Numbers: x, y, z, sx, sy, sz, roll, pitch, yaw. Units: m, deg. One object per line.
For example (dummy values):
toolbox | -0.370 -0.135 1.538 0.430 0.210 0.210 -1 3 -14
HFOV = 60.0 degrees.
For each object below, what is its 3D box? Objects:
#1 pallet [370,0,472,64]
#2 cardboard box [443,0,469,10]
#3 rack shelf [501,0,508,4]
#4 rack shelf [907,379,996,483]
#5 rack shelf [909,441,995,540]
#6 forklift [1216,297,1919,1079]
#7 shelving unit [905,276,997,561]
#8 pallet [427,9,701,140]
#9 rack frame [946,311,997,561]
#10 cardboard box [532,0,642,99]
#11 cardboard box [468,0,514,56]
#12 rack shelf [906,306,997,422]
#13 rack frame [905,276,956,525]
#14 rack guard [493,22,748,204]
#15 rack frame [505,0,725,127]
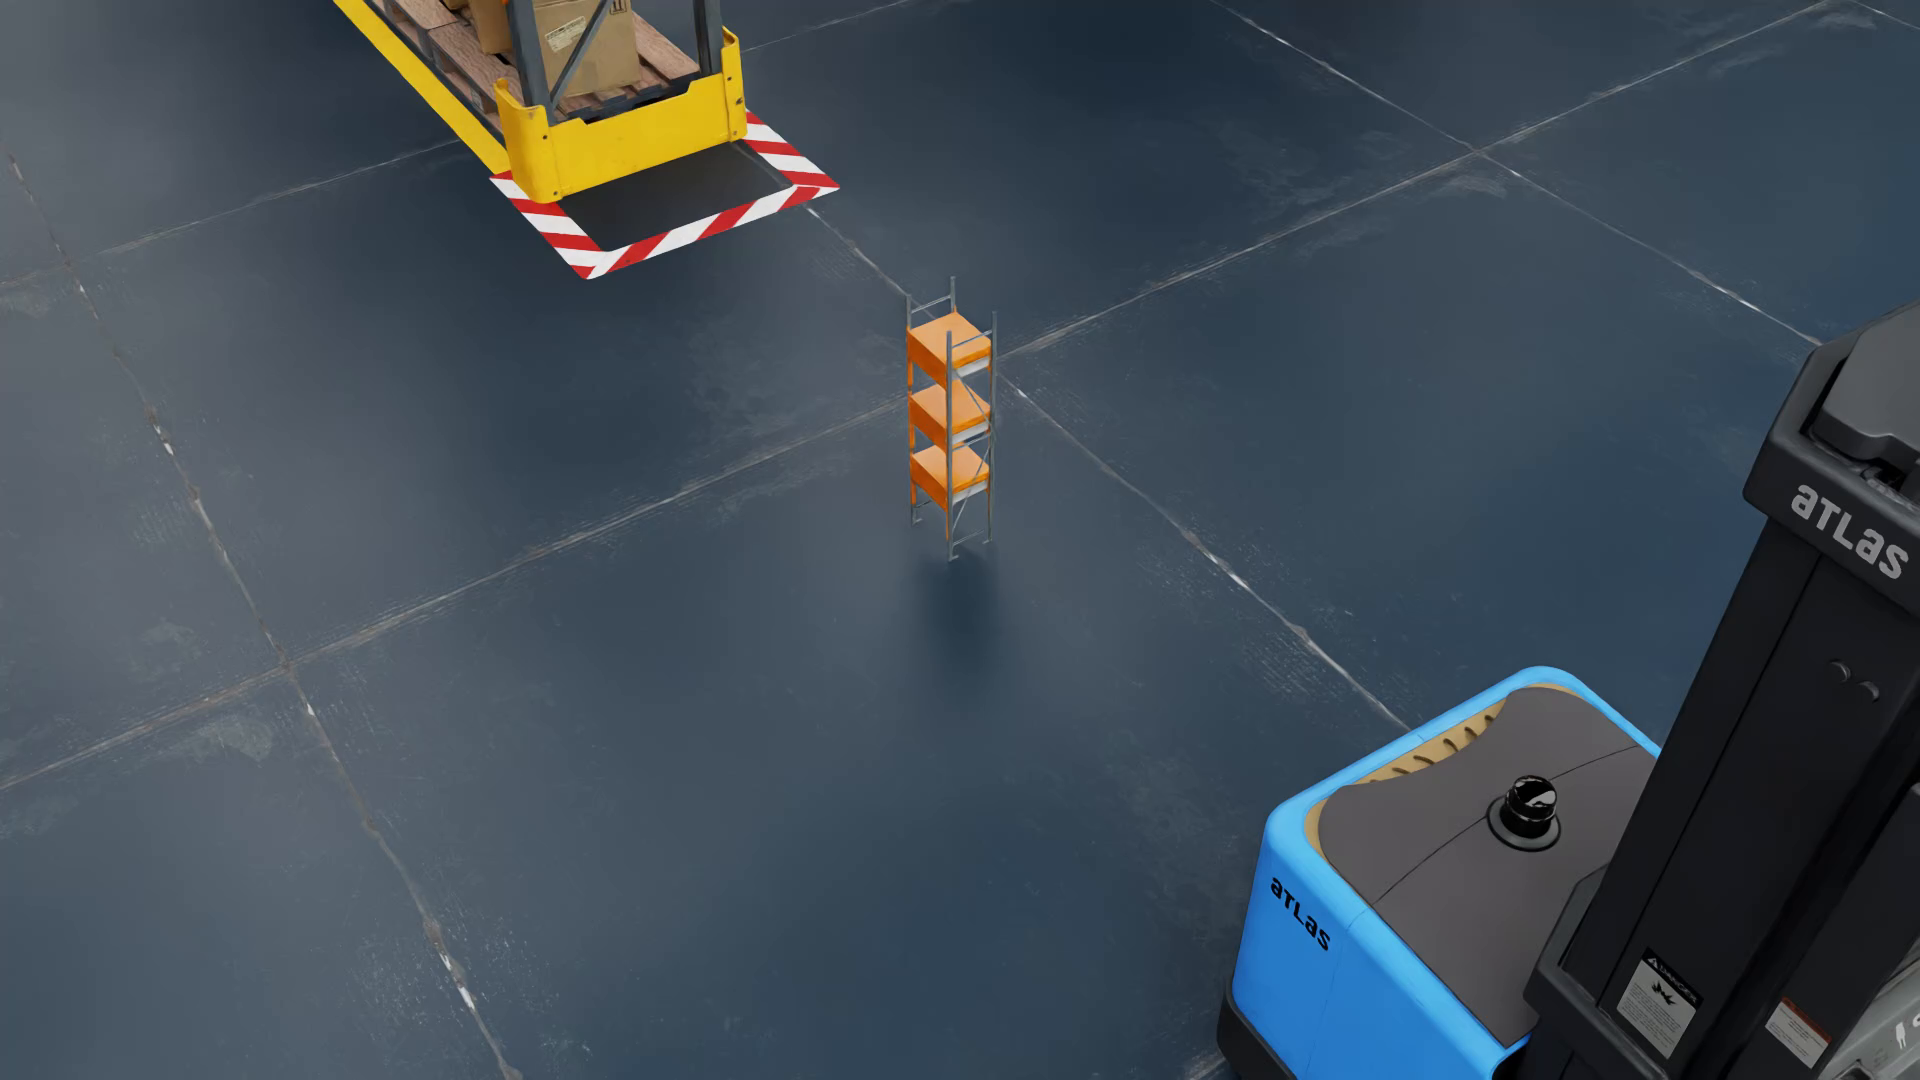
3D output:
pallet | -2.755 -3.154 9.401 1.003 0.211 1.213 -26 49 -24
cardboard box | -2.638 -3.250 8.988 0.500 0.500 0.500 -21 48 -21
rack shelf | -2.726 -3.828 8.608 1.077 0.370 4.000 -26 49 -24
rack shelf | -0.031 -0.402 5.927 0.215 0.259 0.240 -26 49 -24
rack shelf | -0.031 -0.201 6.118 0.215 0.259 0.240 -26 49 -24
forklift | 1.930 1.063 3.014 1.130 2.935 3.031 -23 48 -23
shelving unit | -0.031 -0.410 5.919 0.215 1.050 0.252 -26 49 -24
pallet | -2.061 -2.464 8.678 1.003 0.211 1.213 -26 49 -24
rack frame | 0.039 -0.341 5.847 0.200 1.050 0.008 -26 49 -24
cardboard box | -1.925 -2.563 8.269 0.500 0.500 0.500 -17 46 -17
cardboard box | -2.295 -2.888 8.609 0.500 0.500 0.500 -14 45 -14
rack shelf | -0.031 -0.608 5.731 0.215 0.259 0.240 -26 49 -24
rack frame | -0.100 -0.479 5.992 0.200 1.050 0.008 -26 49 -24
rack guard | -1.625 -2.094 8.081 1.175 0.500 0.348 -26 49 -24
rack frame | -1.582 -2.955 7.173 1.000 3.000 0.127 -26 49 -24
